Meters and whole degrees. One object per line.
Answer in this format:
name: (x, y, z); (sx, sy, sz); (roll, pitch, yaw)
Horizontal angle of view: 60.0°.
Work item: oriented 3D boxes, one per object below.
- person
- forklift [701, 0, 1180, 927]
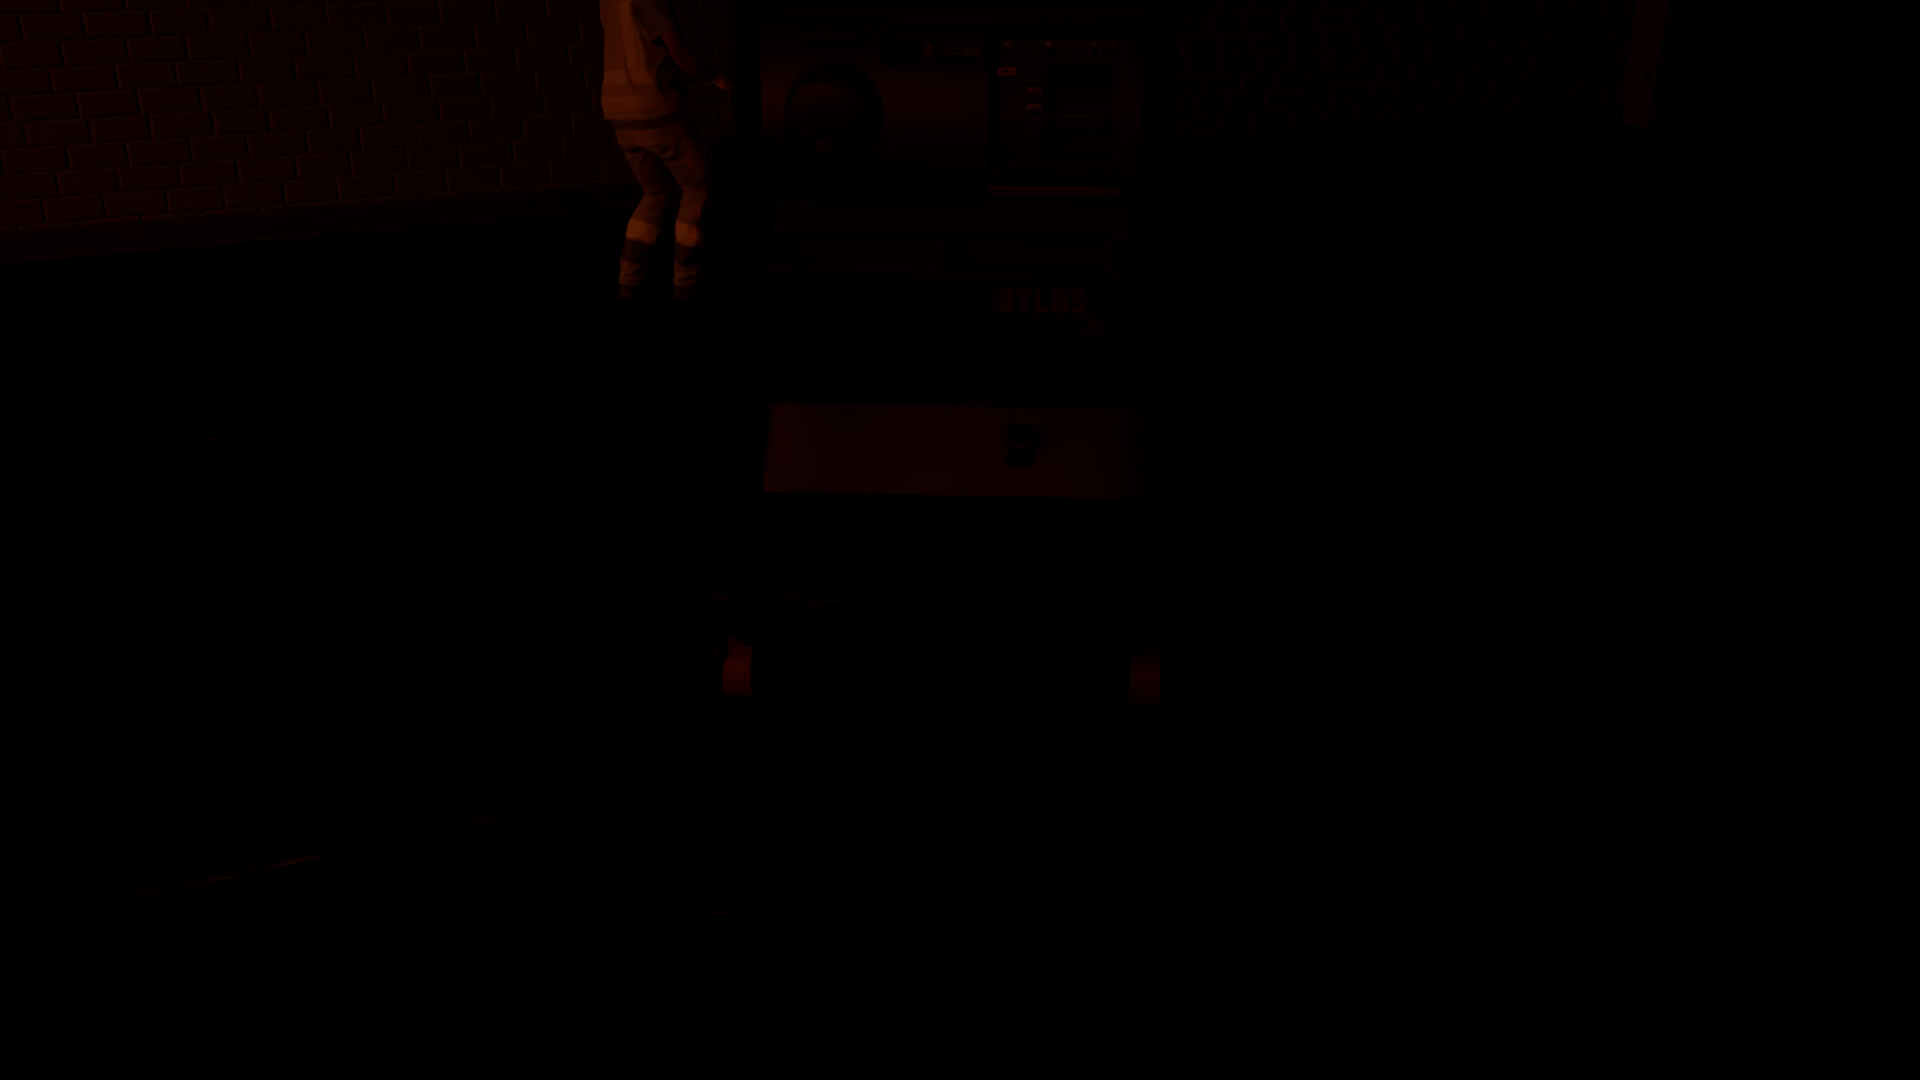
person: (-1.326, -1.936, 7.584); (0.642, 1.732, 0.778); (-21, 30, -41)
forklift: (-0.029, -1.062, 3.843); (1.130, 2.935, 3.031); (1, 23, 3)
